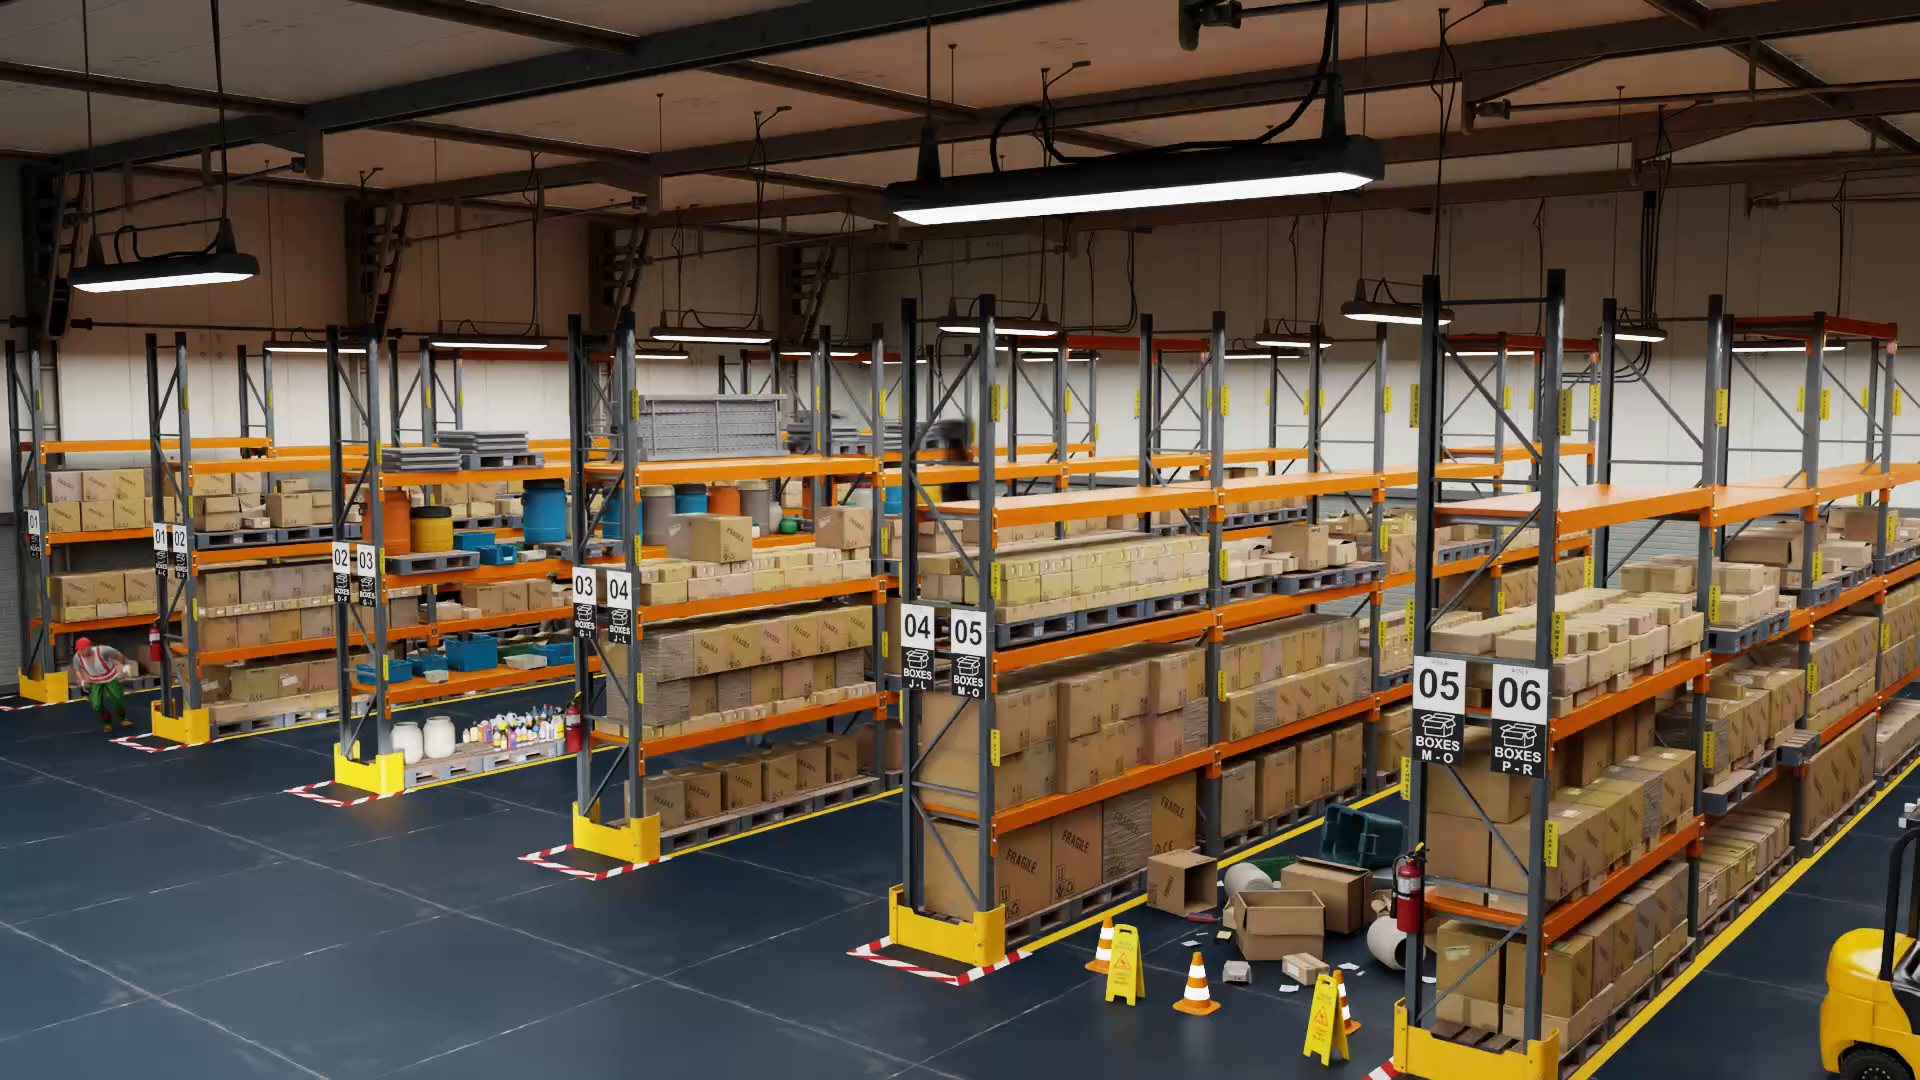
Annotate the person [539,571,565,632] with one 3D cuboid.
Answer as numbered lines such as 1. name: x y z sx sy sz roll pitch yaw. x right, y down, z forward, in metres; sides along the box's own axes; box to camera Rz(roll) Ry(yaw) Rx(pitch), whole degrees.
1. person: -7.838 1.430 32.084 0.584 1.737 0.727 4 7 39

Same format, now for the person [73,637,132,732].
1. person: -12.923 2.164 25.044 0.736 1.520 0.950 -1 5 -14

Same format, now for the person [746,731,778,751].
1. person: -2.645 2.305 22.435 0.700 1.702 0.588 3 6 31
